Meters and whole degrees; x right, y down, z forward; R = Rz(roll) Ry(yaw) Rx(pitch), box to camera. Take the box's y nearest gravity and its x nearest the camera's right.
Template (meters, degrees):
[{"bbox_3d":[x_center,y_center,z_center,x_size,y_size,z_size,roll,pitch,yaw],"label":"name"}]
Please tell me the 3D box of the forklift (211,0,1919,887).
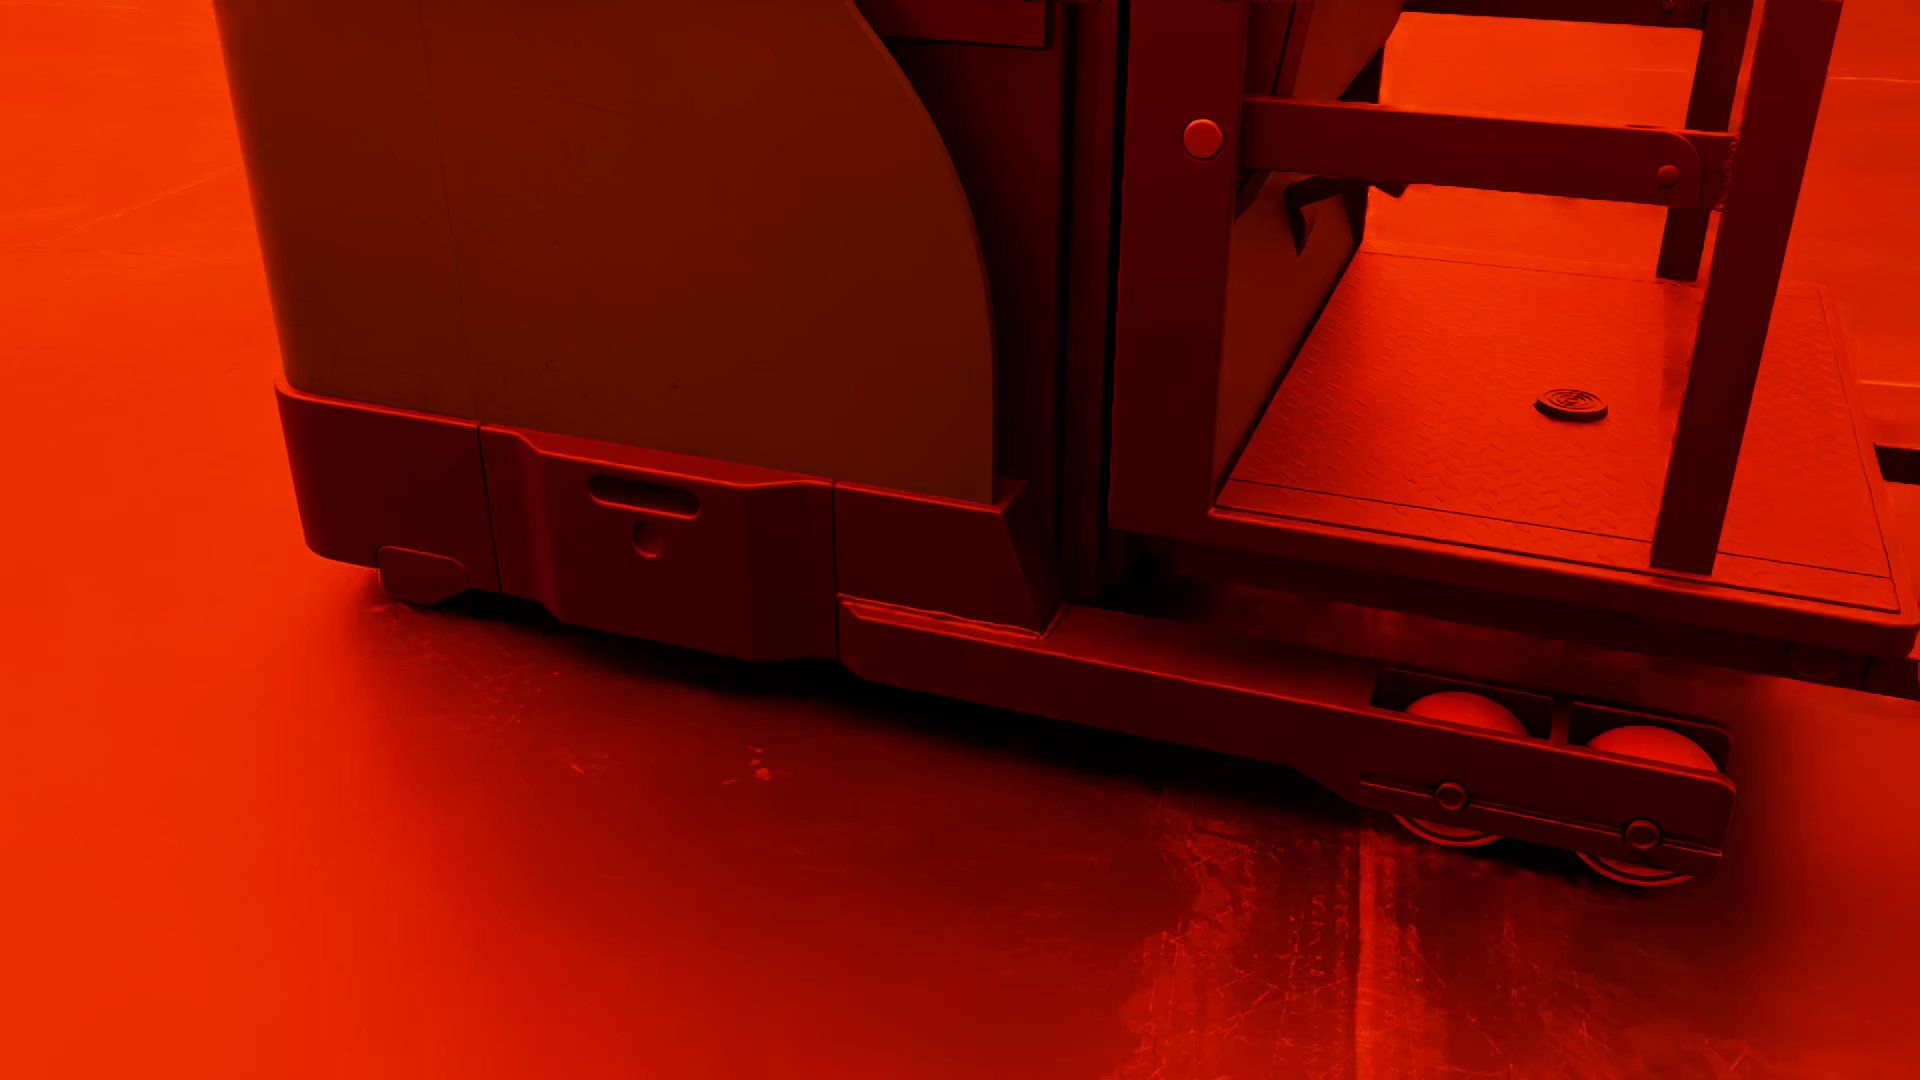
[{"bbox_3d":[0.642,-1.212,1.648,3.031,2.935,1.130,10,28,18],"label":"forklift"}]
